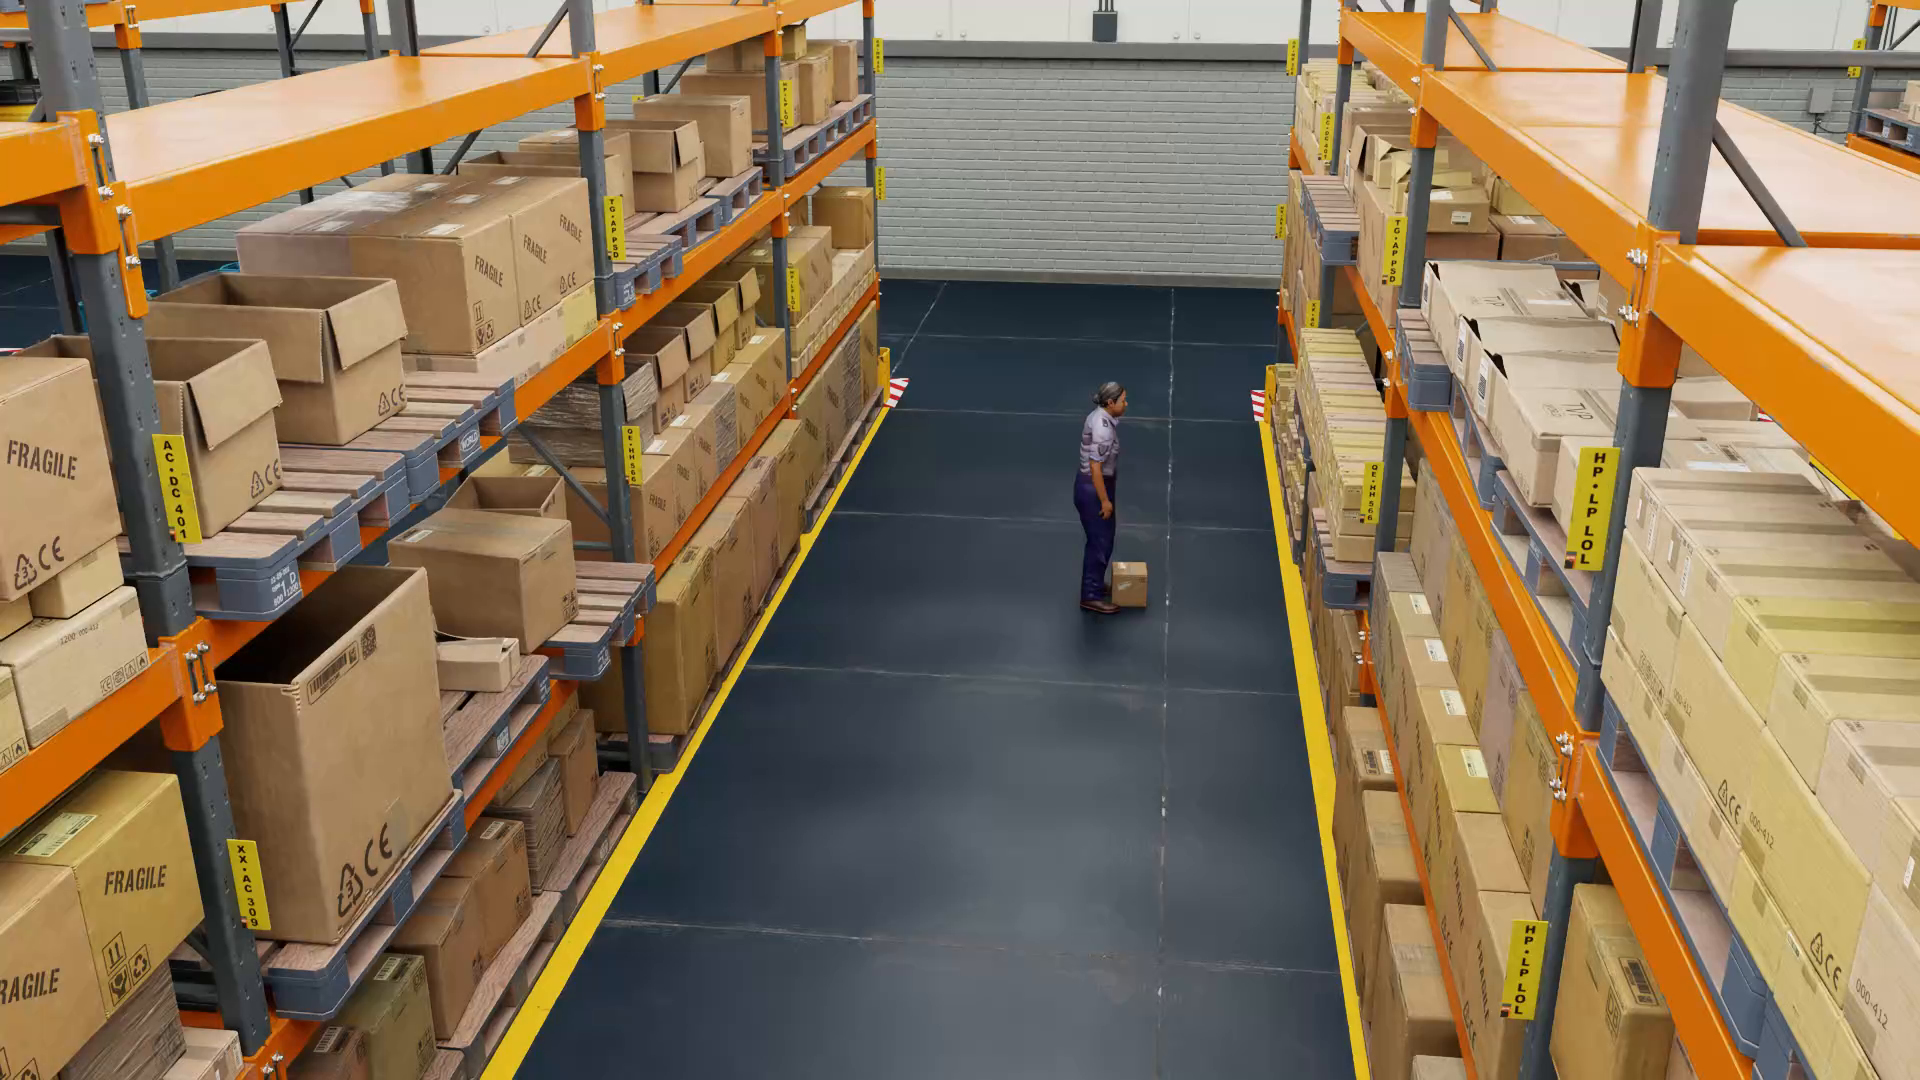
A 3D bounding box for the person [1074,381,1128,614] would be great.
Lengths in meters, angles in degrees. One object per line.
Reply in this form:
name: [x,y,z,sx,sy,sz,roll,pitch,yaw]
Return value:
person: [1.001,-0.328,11.954,0.366,1.638,0.557,2,21,5]
